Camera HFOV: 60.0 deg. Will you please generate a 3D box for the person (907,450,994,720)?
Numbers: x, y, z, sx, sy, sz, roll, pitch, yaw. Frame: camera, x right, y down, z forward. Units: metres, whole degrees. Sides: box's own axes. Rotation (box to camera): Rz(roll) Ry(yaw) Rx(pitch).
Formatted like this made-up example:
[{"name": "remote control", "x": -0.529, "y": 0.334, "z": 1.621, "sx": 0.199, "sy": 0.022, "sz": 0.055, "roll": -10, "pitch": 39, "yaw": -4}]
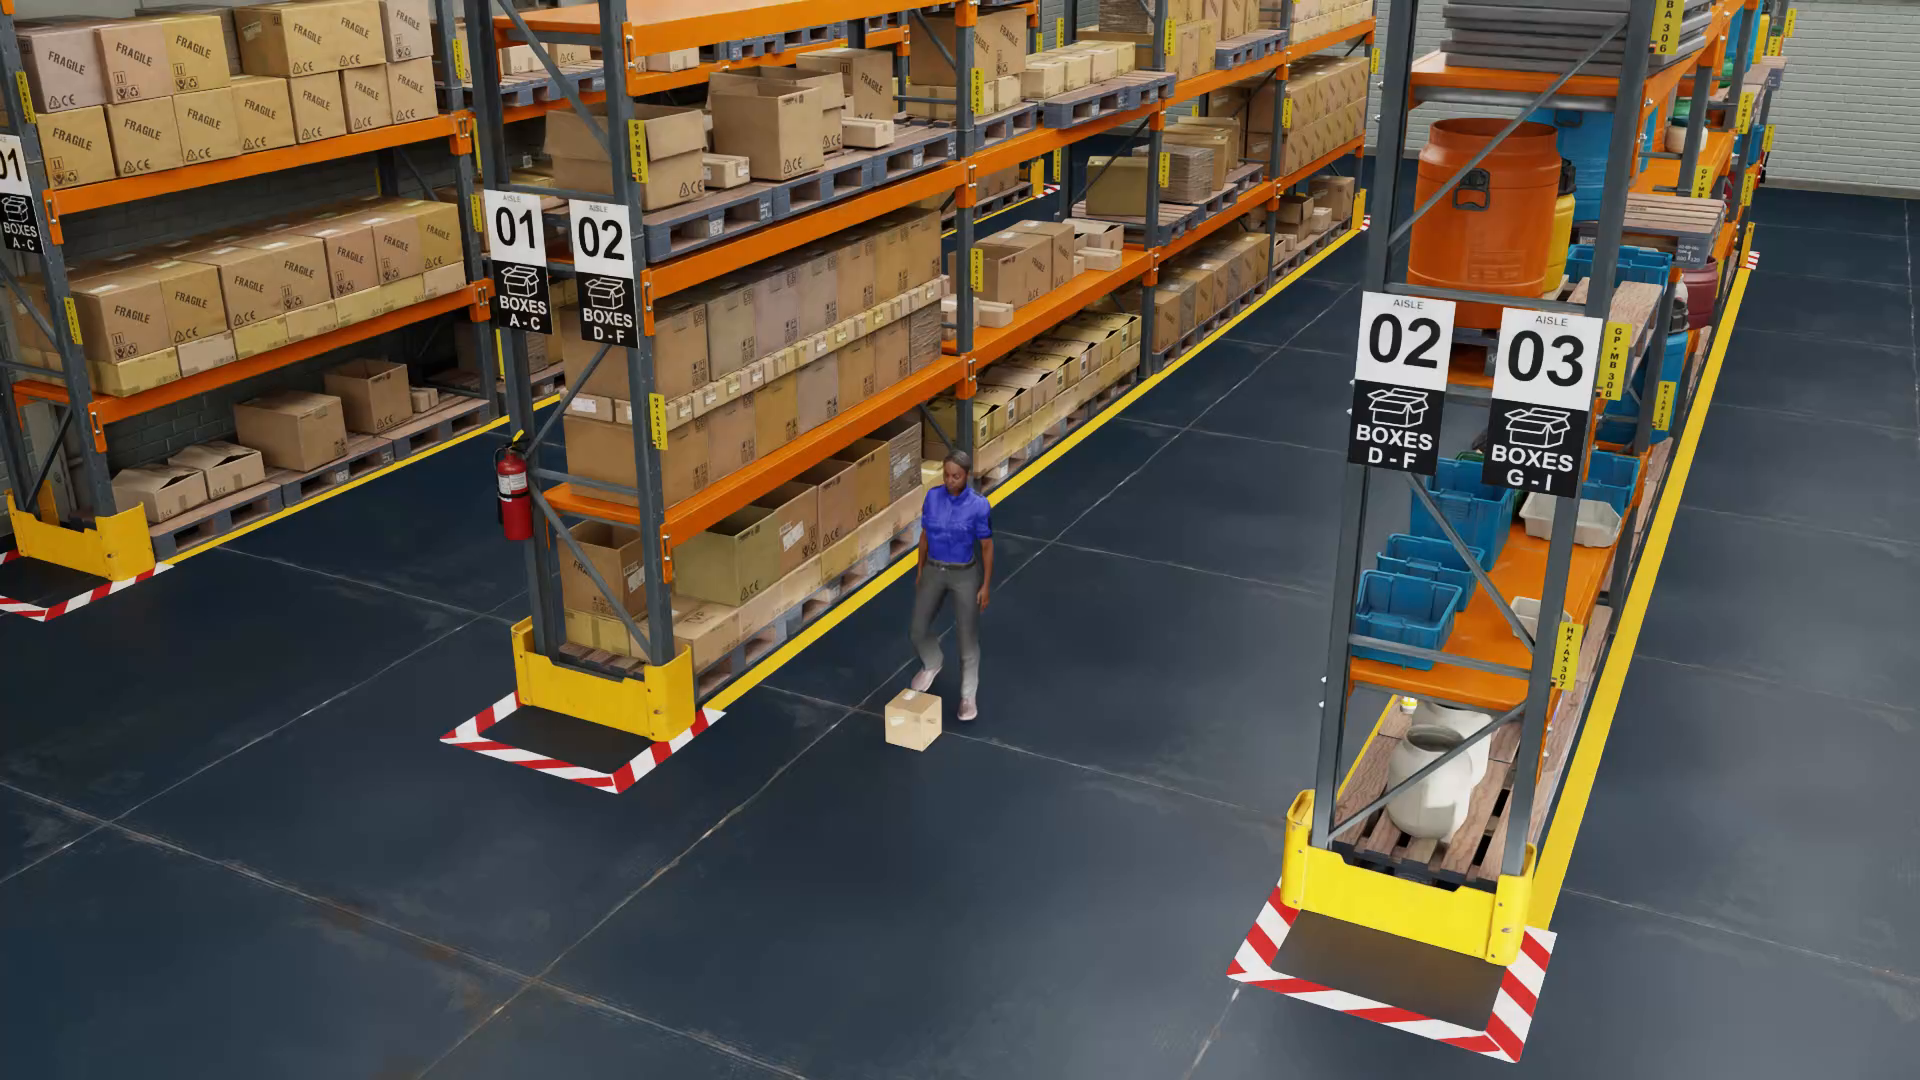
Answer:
[{"name": "person", "x": -0.063, "y": 0.239, "z": 10.111, "sx": 0.542, "sy": 1.663, "sz": 0.484, "roll": 7, "pitch": 24, "yaw": 15}]
